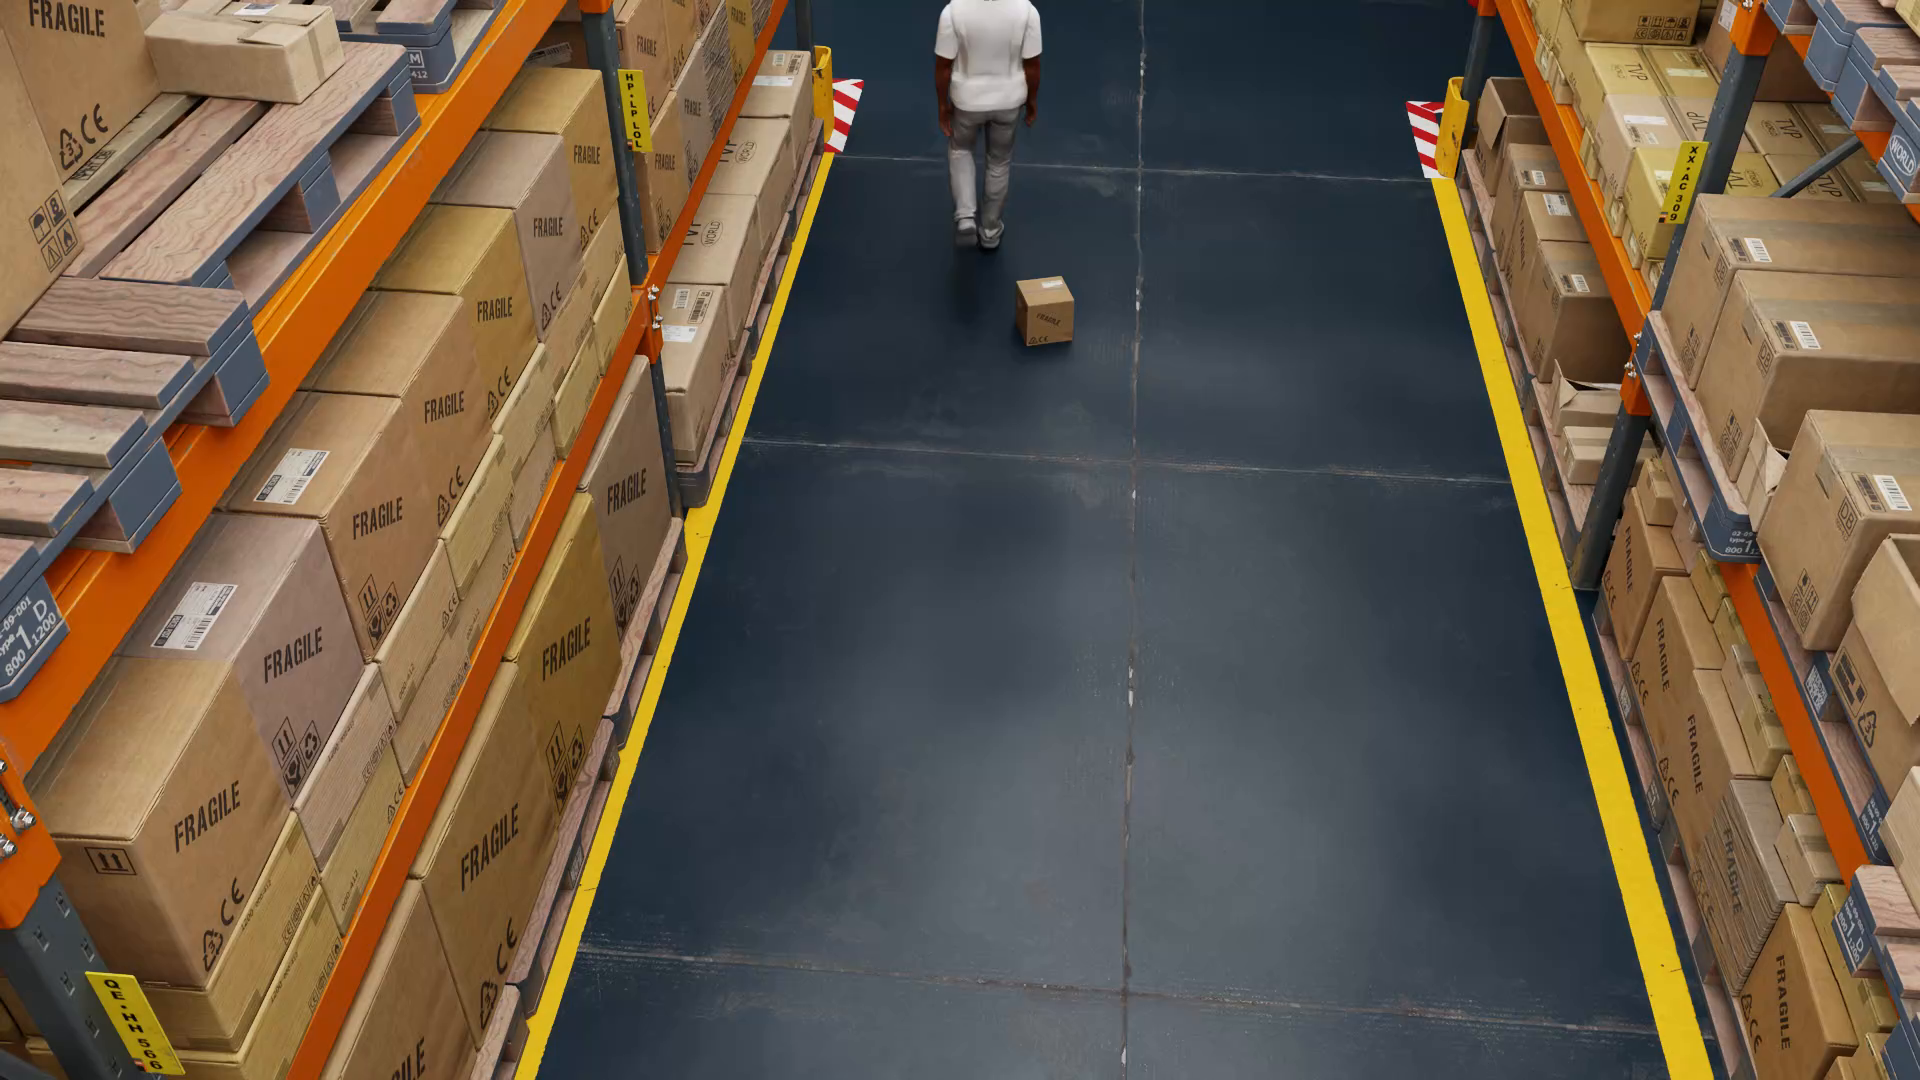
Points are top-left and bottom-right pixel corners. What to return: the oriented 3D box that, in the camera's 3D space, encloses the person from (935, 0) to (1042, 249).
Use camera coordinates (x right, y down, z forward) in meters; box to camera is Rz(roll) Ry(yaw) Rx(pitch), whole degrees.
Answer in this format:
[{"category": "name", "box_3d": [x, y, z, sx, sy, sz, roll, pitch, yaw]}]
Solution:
[{"category": "person", "box_3d": [0.147, -2.367, 8.940, 0.564, 1.756, 0.493, -1, 40, -1]}]
